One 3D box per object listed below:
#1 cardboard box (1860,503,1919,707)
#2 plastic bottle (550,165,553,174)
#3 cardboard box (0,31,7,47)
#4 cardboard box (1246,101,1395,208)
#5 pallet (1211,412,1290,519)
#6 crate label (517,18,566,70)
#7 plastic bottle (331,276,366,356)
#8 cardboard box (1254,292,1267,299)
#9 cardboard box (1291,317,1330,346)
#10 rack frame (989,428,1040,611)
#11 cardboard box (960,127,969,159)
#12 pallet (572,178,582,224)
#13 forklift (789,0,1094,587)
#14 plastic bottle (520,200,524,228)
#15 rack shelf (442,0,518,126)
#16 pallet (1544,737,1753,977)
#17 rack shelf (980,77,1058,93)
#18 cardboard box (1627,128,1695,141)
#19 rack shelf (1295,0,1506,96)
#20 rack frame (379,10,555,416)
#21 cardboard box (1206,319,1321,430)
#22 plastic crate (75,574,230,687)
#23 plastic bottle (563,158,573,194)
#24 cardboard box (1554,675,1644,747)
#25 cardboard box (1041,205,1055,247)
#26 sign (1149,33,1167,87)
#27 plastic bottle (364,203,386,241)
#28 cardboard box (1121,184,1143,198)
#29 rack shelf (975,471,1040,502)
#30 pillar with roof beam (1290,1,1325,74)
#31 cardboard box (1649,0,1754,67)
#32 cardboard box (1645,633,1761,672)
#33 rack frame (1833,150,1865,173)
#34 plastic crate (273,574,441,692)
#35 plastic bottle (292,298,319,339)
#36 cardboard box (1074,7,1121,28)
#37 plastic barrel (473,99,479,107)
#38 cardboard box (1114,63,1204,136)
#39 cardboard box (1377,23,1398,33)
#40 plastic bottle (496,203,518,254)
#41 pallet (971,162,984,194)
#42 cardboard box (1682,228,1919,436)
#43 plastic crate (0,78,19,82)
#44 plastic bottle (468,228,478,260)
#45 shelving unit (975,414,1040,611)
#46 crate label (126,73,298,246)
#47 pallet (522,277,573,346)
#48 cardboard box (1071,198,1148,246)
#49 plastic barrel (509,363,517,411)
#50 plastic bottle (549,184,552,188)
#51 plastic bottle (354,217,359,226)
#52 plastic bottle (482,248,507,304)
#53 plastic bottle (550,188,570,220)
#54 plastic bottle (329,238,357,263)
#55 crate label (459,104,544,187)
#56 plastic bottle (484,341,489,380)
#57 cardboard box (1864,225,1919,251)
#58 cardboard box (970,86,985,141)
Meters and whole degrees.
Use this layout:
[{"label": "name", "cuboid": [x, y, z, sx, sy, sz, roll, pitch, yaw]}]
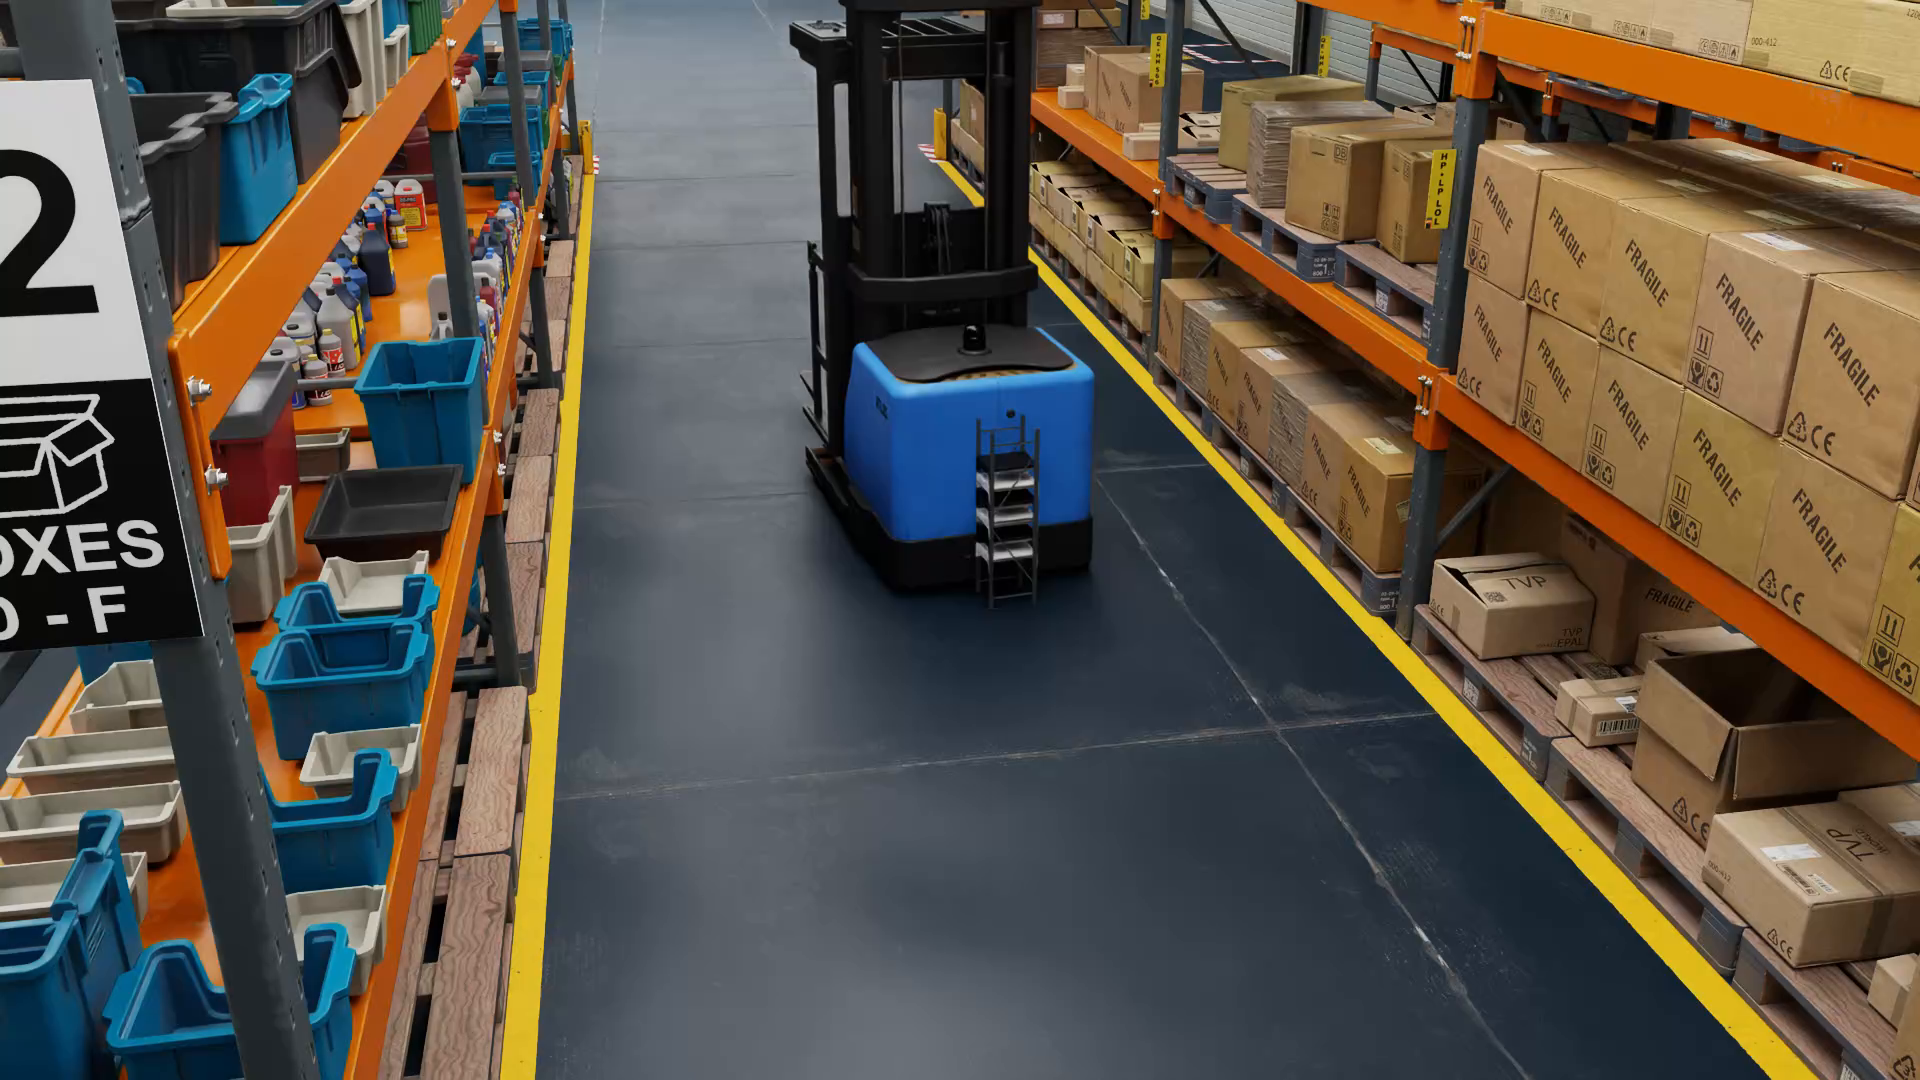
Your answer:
[{"label": "cardboard box", "cuboid": [2.821, 0.208, 4.402, 0.500, 0.500, 0.500, -4, 24, -9]}, {"label": "plastic bottle", "cuboid": [-3.871, -3.473, 15.797, 0.061, 0.283, 0.133, -4, 24, -10]}, {"label": "cardboard box", "cuboid": [-9.089, -4.524, 14.865, 0.875, 0.500, 0.500, -4, 24, -10]}, {"label": "cardboard box", "cuboid": [2.000, -2.158, 9.295, 0.700, 0.500, 0.500, 0, 24, 0]}, {"label": "pallet", "cuboid": [2.115, -0.480, 9.586, 1.003, 0.211, 1.213, -4, 24, -10]}, {"label": "crate label", "cuboid": [-3.950, -4.627, 15.553, 0.502, 0.435, 0.616, -4, 24, -10]}, {"label": "plastic bottle", "cuboid": [-2.722, -0.993, 7.337, 0.144, 0.351, 0.185, -4, 24, -10]}, {"label": "cardboard box", "cuboid": [1.983, -1.693, 11.790, 0.500, 0.250, 0.500, -4, 24, -10]}, {"label": "cardboard box", "cuboid": [2.290, -1.035, 9.946, 0.500, 0.500, 0.500, -5, 24, -12]}, {"label": "rack frame", "cuboid": [0.253, -0.089, 7.829, 0.240, 0.900, 0.006, -7, 25, -16]}, {"label": "cardboard box", "cuboid": [0.289, -4.189, 17.504, 0.500, 0.250, 0.500, -4, 24, -10]}, {"label": "pallet", "cuboid": [-4.129, -3.212, 15.840, 1.003, 0.211, 1.213, -4, 24, -10]}, {"label": "forklift", "cuboid": [-0.256, -1.679, 8.932, 1.130, 2.935, 3.031, -7, 25, -16]}, {"label": "plastic bottle", "cuboid": [-2.580, -1.903, 9.607, 0.097, 0.201, 0.097, 0, 24, 0]}, {"label": "rack shelf", "cuboid": [-2.707, -2.426, 7.709, 1.077, 0.370, 4.000, -4, 24, -10]}, {"label": "pallet", "cuboid": [2.886, 1.069, 6.039, 1.003, 0.211, 1.213, -4, 24, -10]}, {"label": "rack shelf", "cuboid": [0.682, -4.564, 16.350, 1.077, 0.370, 4.000, -4, 24, -10]}, {"label": "cardboard box", "cuboid": [6.157, -3.413, 14.454, 0.500, 0.250, 0.500, -5, 24, -11]}, {"label": "rack shelf", "cuboid": [2.161, -2.792, 8.545, 1.077, 0.370, 4.000, -4, 24, -10]}, {"label": "rack frame", "cuboid": [-3.077, -2.168, 9.967, 1.000, 3.000, 0.127, -4, 24, -10]}, {"label": "cardboard box", "cuboid": [1.785, -0.986, 9.833, 0.500, 0.500, 0.500, -5, 24, -10]}, {"label": "plastic crate", "cuboid": [-2.230, 0.239, 4.589, 0.416, 0.233, 0.300, -4, 24, -10]}, {"label": "plastic bottle", "cuboid": [-3.706, -3.392, 15.529, 0.144, 0.351, 0.185, -3, 24, -8]}, {"label": "cardboard box", "cuboid": [2.566, 0.657, 6.487, 0.380, 0.166, 0.250, -4, 24, -10]}, {"label": "cardboard box", "cuboid": [0.976, -2.661, 14.006, 0.500, 0.250, 0.500, -4, 24, -8]}, {"label": "sign", "cuboid": [1.247, -3.022, 10.474, 0.100, 0.325, 0.005, -4, 24, -10]}, {"label": "plastic bottle", "cuboid": [-3.175, -1.690, 9.033, 0.097, 0.271, 0.097, 0, 24, 0]}, {"label": "cardboard box", "cuboid": [1.601, -2.757, 13.526, 0.500, 0.311, 0.500, -4, 24, -10]}, {"label": "rack shelf", "cuboid": [0.223, -0.262, 7.859, 0.258, 0.077, 0.200, -7, 25, -16]}, {"label": "pillar with roof beam", "cuboid": [0.819, -10.627, 21.840, 9.100, 9.000, 0.400, -4, 24, -10]}, {"label": "cardboard box", "cuboid": [2.557, -1.663, 5.249, 0.500, 0.250, 0.500, -4, 24, -10]}, {"label": "cardboard box", "cuboid": [3.054, 0.569, 6.510, 0.500, 0.311, 0.500, -4, 24, -10]}, {"label": "rack frame", "cuboid": [6.659, -2.901, 11.646, 1.000, 3.000, 0.127, -4, 24, -10]}, {"label": "plastic crate", "cuboid": [-1.619, 0.270, 4.518, 0.416, 0.233, 0.300, -4, 24, -10]}, {"label": "plastic bottle", "cuboid": [-2.829, -0.910, 7.147, 0.144, 0.351, 0.185, -4, 24, -10]}, {"label": "cardboard box", "cuboid": [1.192, -4.570, 14.530, 0.380, 0.149, 0.250, -4, 24, -10]}, {"label": "plastic barrel", "cuboid": [-3.723, -3.146, 12.379, 0.301, 0.262, 0.301, 0, 24, 0]}, {"label": "cardboard box", "cuboid": [1.465, -3.238, 12.291, 0.500, 0.500, 0.500, -6, 24, -13]}, {"label": "cardboard box", "cuboid": [4.958, -5.773, 18.383, 0.500, 0.250, 0.500, -5, 24, -11]}, {"label": "plastic bottle", "cuboid": [-2.465, -1.691, 9.035, 0.097, 0.271, 0.097, 0, 24, 0]}, {"label": "pallet", "cuboid": [0.717, -3.626, 16.788, 1.003, 0.211, 1.213, -4, 24, -10]}, {"label": "cardboard box", "cuboid": [2.629, -0.650, 5.116, 0.500, 0.500, 0.500, -4, 24, -8]}, {"label": "plastic crate", "cuboid": [-2.224, -1.070, 4.033, 0.437, 0.136, 0.530, -4, 24, -10]}, {"label": "plastic bottle", "cuboid": [-2.479, -1.454, 8.478, 0.061, 0.283, 0.133, -4, 24, -10]}, {"label": "shelving unit", "cuboid": [0.223, -0.128, 7.918, 0.258, 0.900, 0.210, -7, 25, -16]}, {"label": "crate label", "cuboid": [-1.451, -0.715, 3.077, 0.408, 0.251, 0.502, -4, 24, -10]}, {"label": "pallet", "cuboid": [-3.404, -1.677, 12.326, 1.003, 0.211, 1.213, -4, 24, -10]}, {"label": "cardboard box", "cuboid": [1.169, -2.510, 12.960, 0.500, 0.311, 0.500, -4, 24, -8]}, {"label": "plastic barrel", "cuboid": [-2.970, -1.175, 9.879, 0.600, 0.830, 0.708, -4, 24, -10]}, {"label": "plastic bottle", "cuboid": [-3.704, -3.089, 14.935, 0.097, 0.271, 0.097, 0, 24, 0]}, {"label": "plastic bottle", "cuboid": [-3.207, -1.592, 8.793, 0.061, 0.283, 0.133, -4, 24, -10]}, {"label": "plastic bottle", "cuboid": [-2.275, -1.288, 8.111, 0.097, 0.271, 0.097, 0, 24, 0]}, {"label": "plastic bottle", "cuboid": [-3.532, -2.978, 14.674, 0.152, 0.276, 0.135, -3, 24, -8]}, {"label": "plastic bottle", "cuboid": [-3.033, -1.343, 8.139, 0.144, 0.351, 0.185, -4, 24, -10]}, {"label": "crate label", "cuboid": [-2.995, -2.595, 10.900, 0.502, 0.435, 0.616, -4, 24, -10]}, {"label": "plastic bottle", "cuboid": [-2.050, -0.776, 7.028, 0.097, 0.201, 0.097, 0, 24, 0]}, {"label": "cardboard box", "cuboid": [3.161, -0.687, 5.200, 0.500, 0.500, 0.500, -5, 24, -10]}, {"label": "cardboard box", "cuboid": [0.392, -4.336, 16.905, 0.500, 0.500, 0.500, -4, 24, -10]}]
